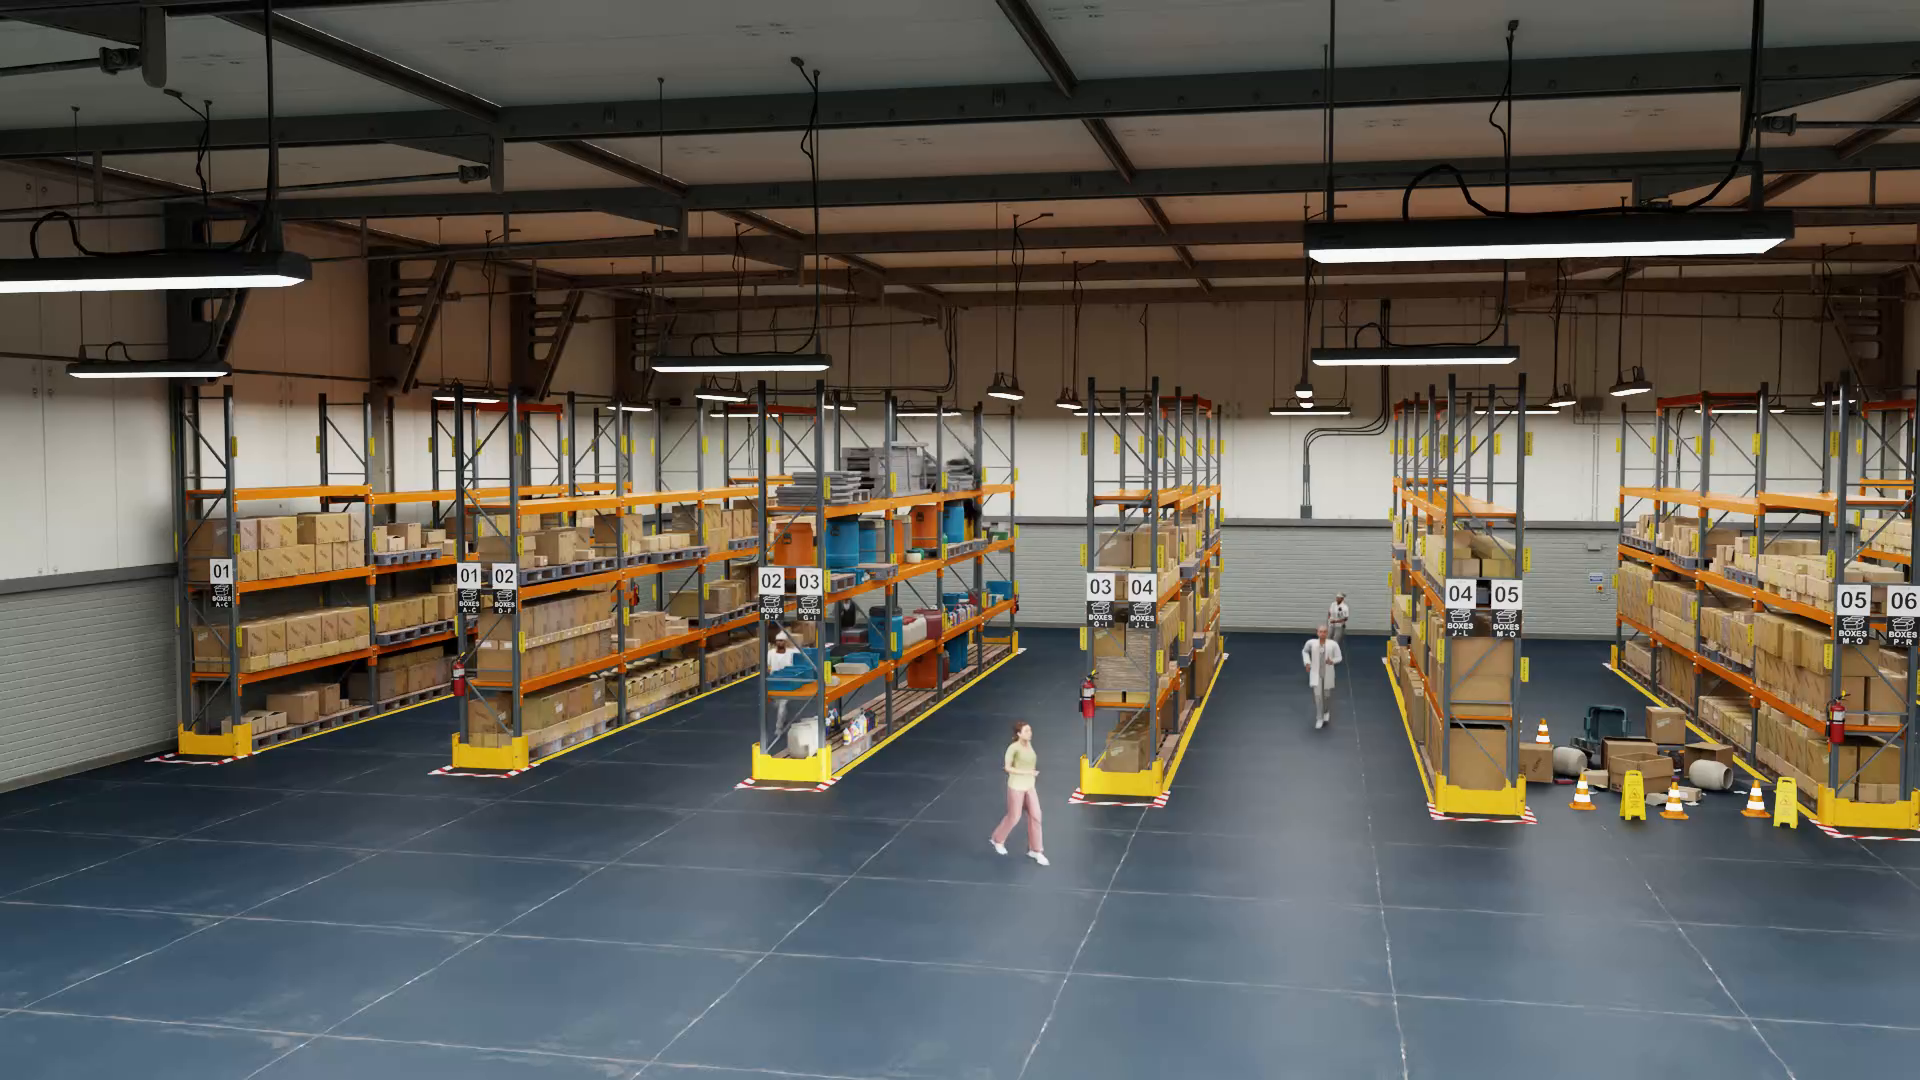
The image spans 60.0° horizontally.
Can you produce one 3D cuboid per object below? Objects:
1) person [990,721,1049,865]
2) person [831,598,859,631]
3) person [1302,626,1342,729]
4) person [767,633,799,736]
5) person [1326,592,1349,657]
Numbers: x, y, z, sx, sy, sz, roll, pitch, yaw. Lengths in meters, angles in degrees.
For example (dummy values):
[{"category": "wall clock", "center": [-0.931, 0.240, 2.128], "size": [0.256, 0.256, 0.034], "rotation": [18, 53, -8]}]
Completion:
[{"category": "person", "center": [0.724, 3.036, 20.153], "size": [0.832, 1.712, 0.591], "rotation": [3, 4, 43]}, {"category": "person", "center": [-2.629, 2.015, 38.003], "size": [0.636, 1.759, 0.877], "rotation": [0, 3, -3]}, {"category": "person", "center": [6.505, 2.433, 29.894], "size": [0.705, 1.794, 0.909], "rotation": [1, 3, 12]}, {"category": "person", "center": [-3.114, 2.501, 29.118], "size": [0.713, 1.741, 0.966], "rotation": [1, 3, 10]}, {"category": "person", "center": [8.741, 2.012, 38.793], "size": [0.670, 1.643, 0.564], "rotation": [2, 4, 36]}]
